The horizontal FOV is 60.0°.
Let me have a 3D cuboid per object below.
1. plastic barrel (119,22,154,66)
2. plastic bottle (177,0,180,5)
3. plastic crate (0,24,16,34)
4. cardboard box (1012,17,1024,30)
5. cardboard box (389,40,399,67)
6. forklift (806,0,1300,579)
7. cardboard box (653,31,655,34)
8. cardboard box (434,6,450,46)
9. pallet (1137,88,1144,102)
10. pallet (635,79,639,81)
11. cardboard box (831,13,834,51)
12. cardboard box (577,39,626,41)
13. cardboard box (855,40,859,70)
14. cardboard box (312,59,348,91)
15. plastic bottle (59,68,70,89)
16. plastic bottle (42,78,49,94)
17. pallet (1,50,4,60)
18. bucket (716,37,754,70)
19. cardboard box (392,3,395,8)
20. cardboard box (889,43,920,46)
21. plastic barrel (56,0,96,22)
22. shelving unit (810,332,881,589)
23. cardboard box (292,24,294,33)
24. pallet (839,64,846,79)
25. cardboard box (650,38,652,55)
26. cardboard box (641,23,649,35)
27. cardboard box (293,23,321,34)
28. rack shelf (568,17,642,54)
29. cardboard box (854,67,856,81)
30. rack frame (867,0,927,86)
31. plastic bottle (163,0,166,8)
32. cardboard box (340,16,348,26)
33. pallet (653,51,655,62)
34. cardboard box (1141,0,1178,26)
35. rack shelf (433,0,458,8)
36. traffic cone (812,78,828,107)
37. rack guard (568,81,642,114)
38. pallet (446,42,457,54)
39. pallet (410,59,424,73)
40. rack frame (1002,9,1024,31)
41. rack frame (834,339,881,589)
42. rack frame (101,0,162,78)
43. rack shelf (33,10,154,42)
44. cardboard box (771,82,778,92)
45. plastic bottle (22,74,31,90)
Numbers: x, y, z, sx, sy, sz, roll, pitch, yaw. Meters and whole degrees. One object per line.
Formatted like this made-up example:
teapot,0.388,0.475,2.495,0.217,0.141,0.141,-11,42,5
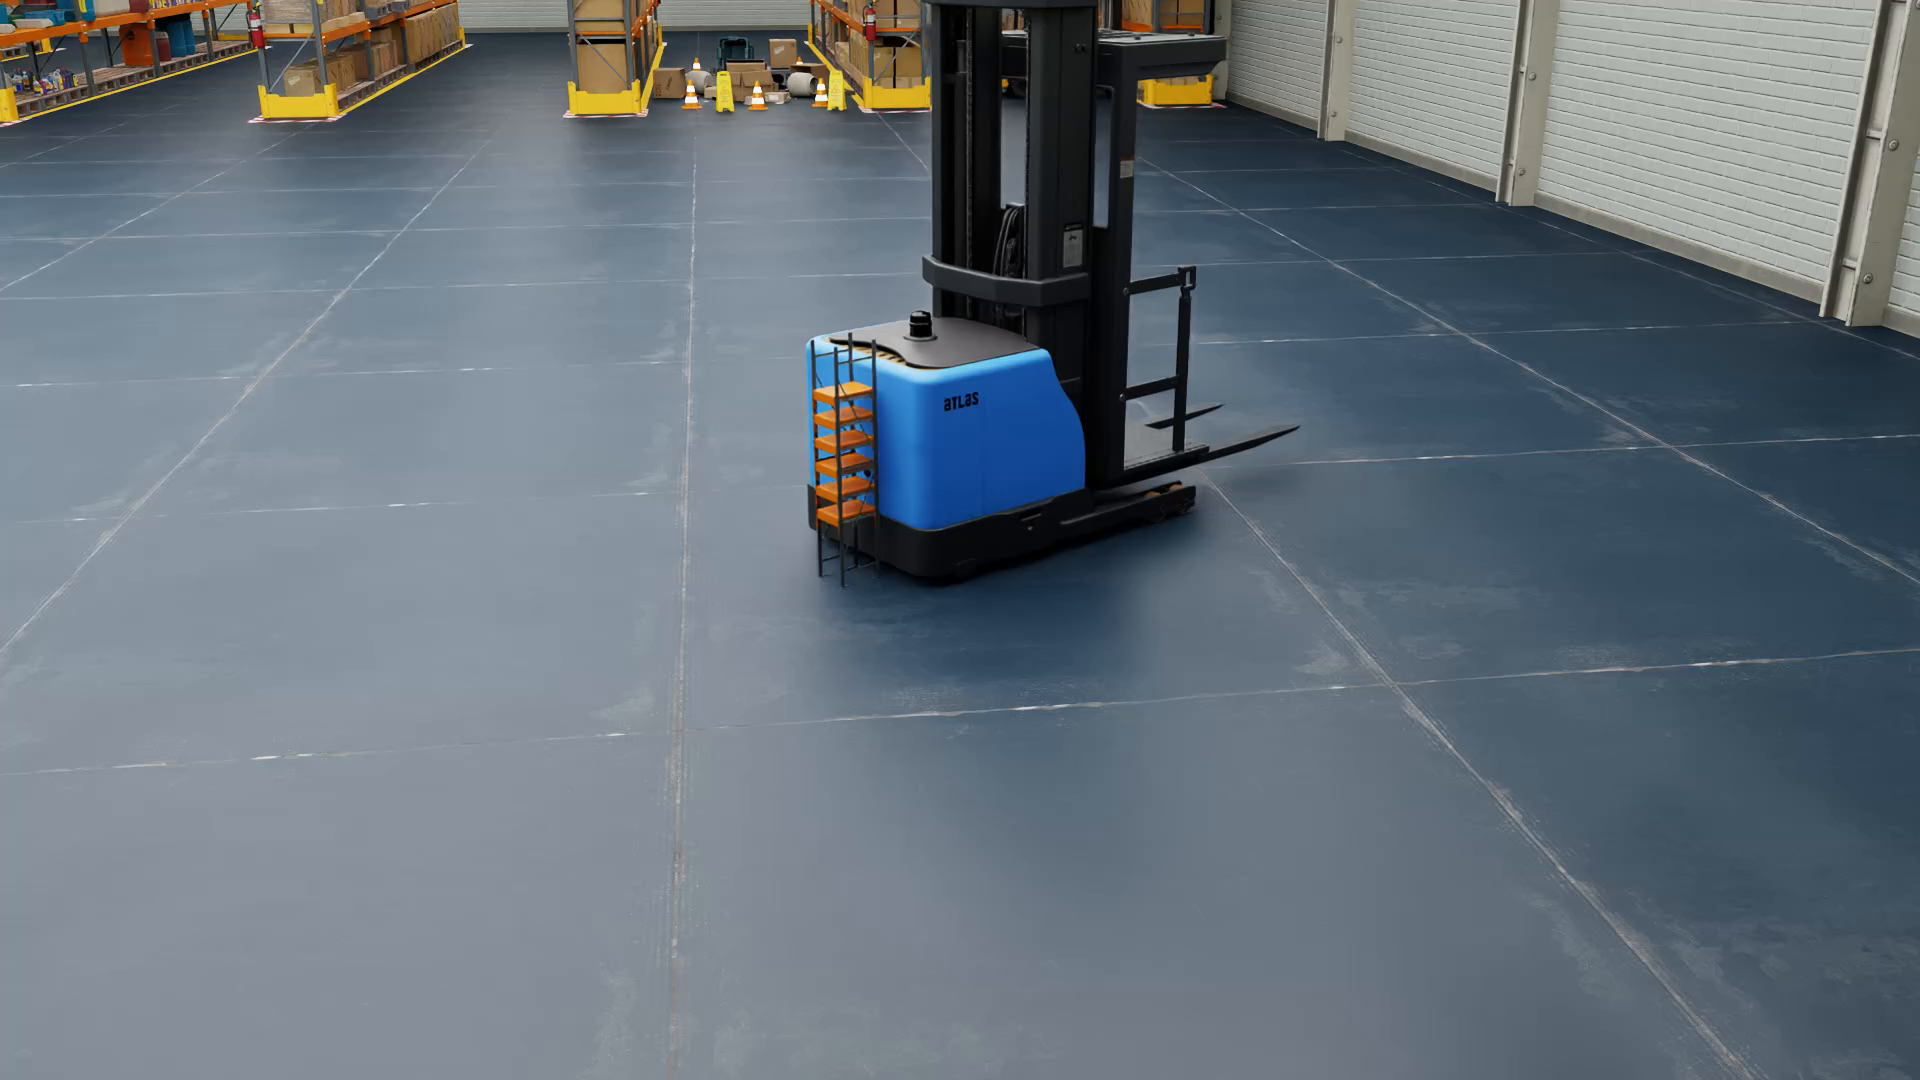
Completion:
plastic barrel,-17.016,-10.251,34.378,0.600,0.830,0.708,-3,21,-8
plastic bottle,-16.950,-11.681,35.882,0.152,0.276,0.135,-3,21,-8
plastic crate,-15.586,-8.335,27.123,0.298,0.136,0.250,-3,21,-8
cardboard box,1.594,-12.997,42.200,0.500,0.500,0.500,-3,21,-7
cardboard box,-11.911,-9.957,34.031,0.700,0.500,0.500,-4,21,-11
forklift,0.657,-1.592,8.789,3.031,2.935,1.130,-17,26,-37
cardboard box,-7.639,-12.341,40.520,0.380,0.149,0.250,-3,21,-8
cardboard box,-12.749,-12.283,39.752,0.875,0.875,0.875,-3,21,-8
pallet,3.692,-8.091,30.076,1.003,0.211,1.213,-3,21,-8
pallet,-6.496,-8.409,30.930,1.003,0.211,1.213,-3,21,-8
cardboard box,-2.491,-11.716,38.233,0.875,0.875,0.875,-2,21,-6
cardboard box,-6.243,-8.335,29.182,0.875,0.875,0.875,-3,21,-9
cardboard box,-1.664,-8.945,30.637,0.500,0.500,0.500,-2,21,-5
cardboard box,-11.175,-8.244,29.474,0.500,0.500,0.500,-5,21,-13
plastic bottle,-15.946,-8.208,29.563,0.144,0.351,0.185,-4,21,-10
plastic bottle,-15.777,-7.823,28.645,0.097,0.271,0.097,0,20,0
pallet,-22.505,-10.971,37.787,1.003,0.211,1.213,-3,21,-8
bucket,-4.227,-9.231,31.649,0.726,0.611,0.620,4,11,11
cardboard box,-11.828,-11.381,34.759,0.500,0.500,0.500,-2,21,-6
cardboard box,-0.994,-8.625,29.779,0.500,0.500,0.500,-4,21,-10
plastic barrel,-16.108,-9.902,30.223,0.600,0.901,0.708,-3,21,-8
shelving unit,-0.547,-0.378,8.012,0.258,1.200,0.189,-17,26,-37
cardboard box,-11.155,-8.440,27.385,0.380,0.149,0.250,-3,21,-8
pallet,-1.937,-9.654,34.262,1.003,0.211,1.213,-3,21,-8
cardboard box,-7.108,-11.003,36.860,0.500,0.500,0.500,-3,21,-9
cardboard box,-6.964,-10.996,35.770,0.500,0.250,0.500,-4,21,-10
cardboard box,-10.679,-8.376,27.213,0.380,0.149,0.250,-3,21,-8
rack shelf,-6.239,-8.953,29.429,1.077,0.370,4.000,-3,21,-8
cardboard box,-1.738,-8.774,31.250,0.500,0.250,0.500,-2,21,-5
rack frame,-1.067,-8.882,28.211,1.000,3.000,0.127,-3,21,-8
plastic bottle,-16.780,-11.336,34.965,0.097,0.271,0.097,0,20,0
cardboard box,-10.927,-9.070,29.073,0.380,0.149,0.250,-3,21,-8
pallet,-7.567,-11.177,38.340,1.003,0.211,1.213,-3,21,-8
cardboard box,3.513,-9.338,29.288,0.500,0.500,0.500,-3,21,-9
rack shelf,-12.892,-12.893,39.977,1.077,0.370,4.000,-3,21,-8
traffic cone,-2.406,-7.778,28.879,0.336,0.463,0.334,-3,21,-8
rack guard,-5.948,-7.419,27.864,1.175,0.500,0.348,-3,21,-8
pallet,-12.815,-11.922,40.334,1.003,0.211,1.213,-3,21,-8
pallet,-12.066,-10.123,35.518,1.003,0.211,1.213,-3,21,-8
rack frame,1.538,-14.674,43.717,1.000,3.000,0.127,-3,21,-8
rack frame,-0.488,-0.353,7.946,0.240,1.200,0.006,-17,26,-37
rack frame,-16.928,-10.903,33.620,1.000,3.000,0.127,-3,21,-8
rack shelf,-16.640,-9.873,31.892,1.077,0.370,4.000,-3,21,-8
cardboard box,-3.650,-8.596,31.353,0.396,0.266,0.258,17,27,39
plastic bottle,-16.506,-8.101,29.390,0.097,0.271,0.097,0,20,0
